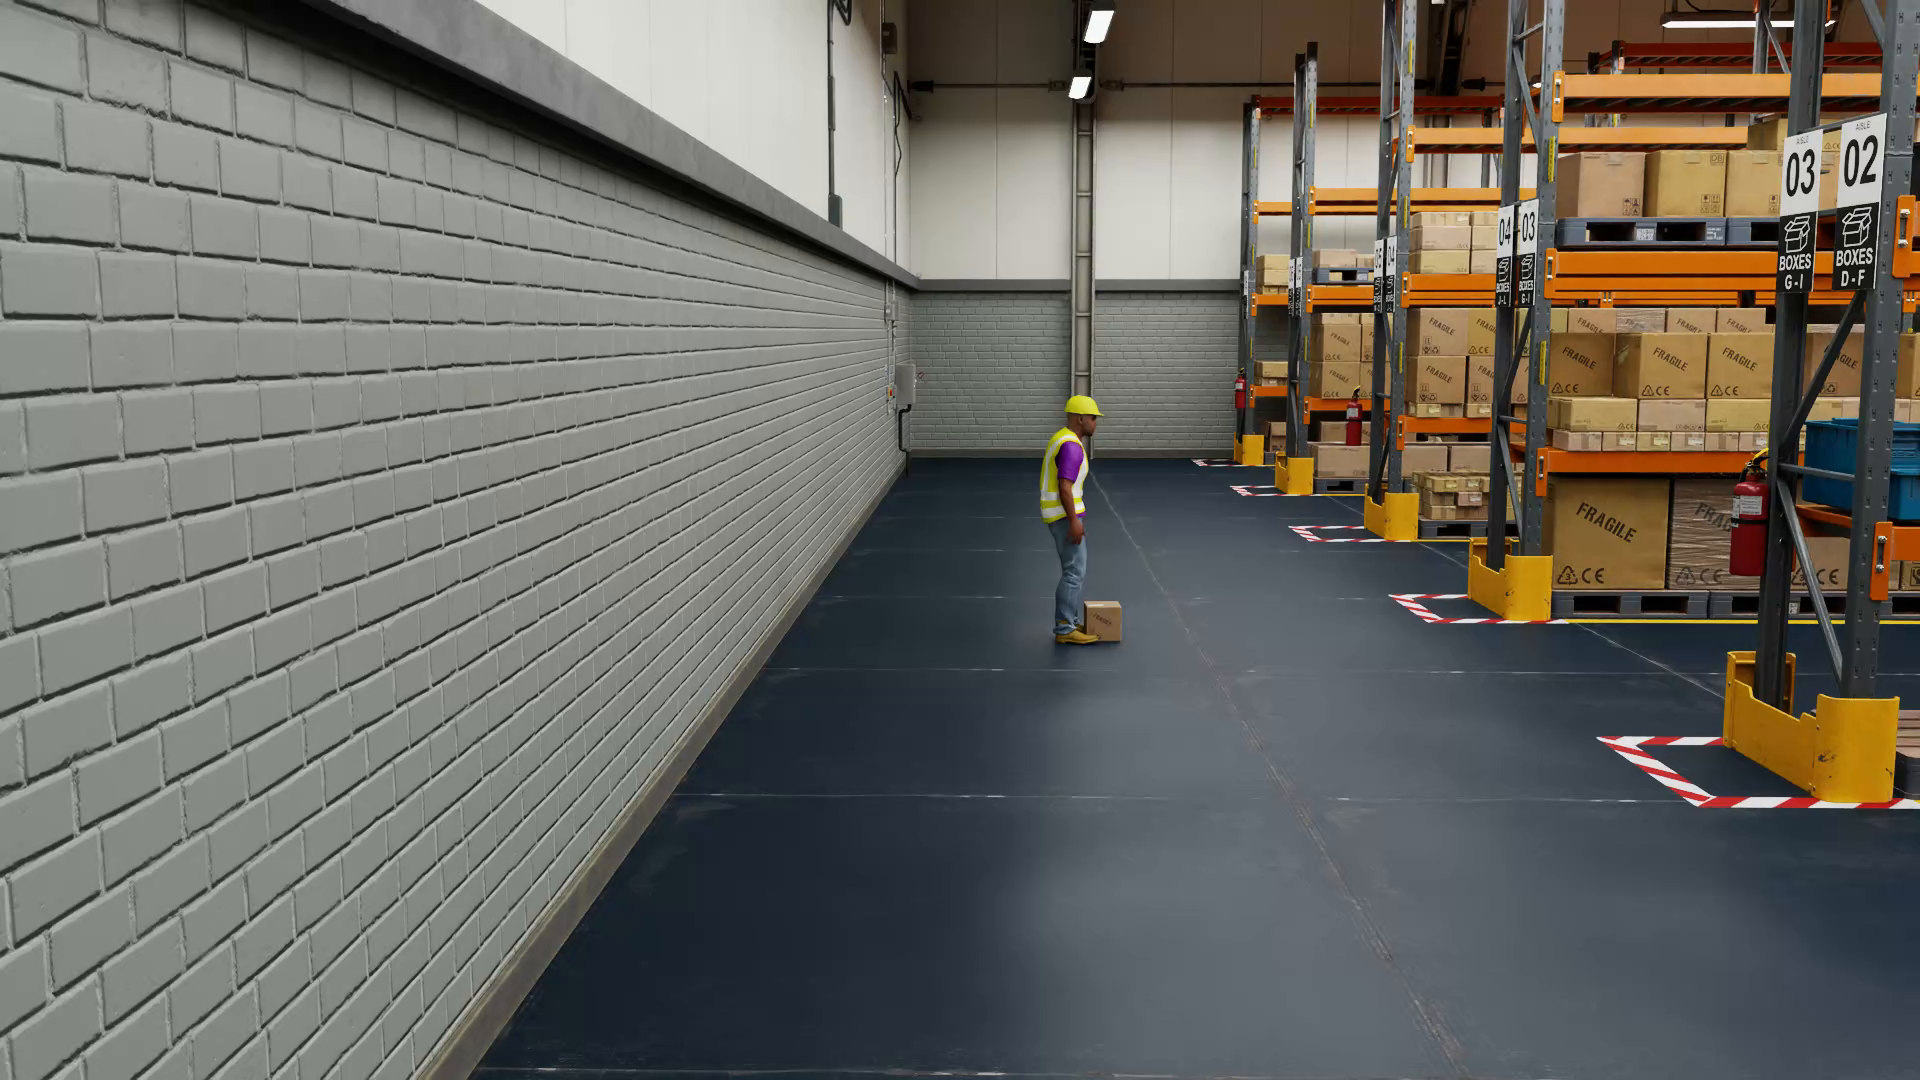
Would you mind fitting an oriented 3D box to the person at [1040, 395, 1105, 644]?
[{"bbox_3d":[0.803,-0.158,11.952,0.461,1.760,0.627,0,7,1],"label":"person"}]
